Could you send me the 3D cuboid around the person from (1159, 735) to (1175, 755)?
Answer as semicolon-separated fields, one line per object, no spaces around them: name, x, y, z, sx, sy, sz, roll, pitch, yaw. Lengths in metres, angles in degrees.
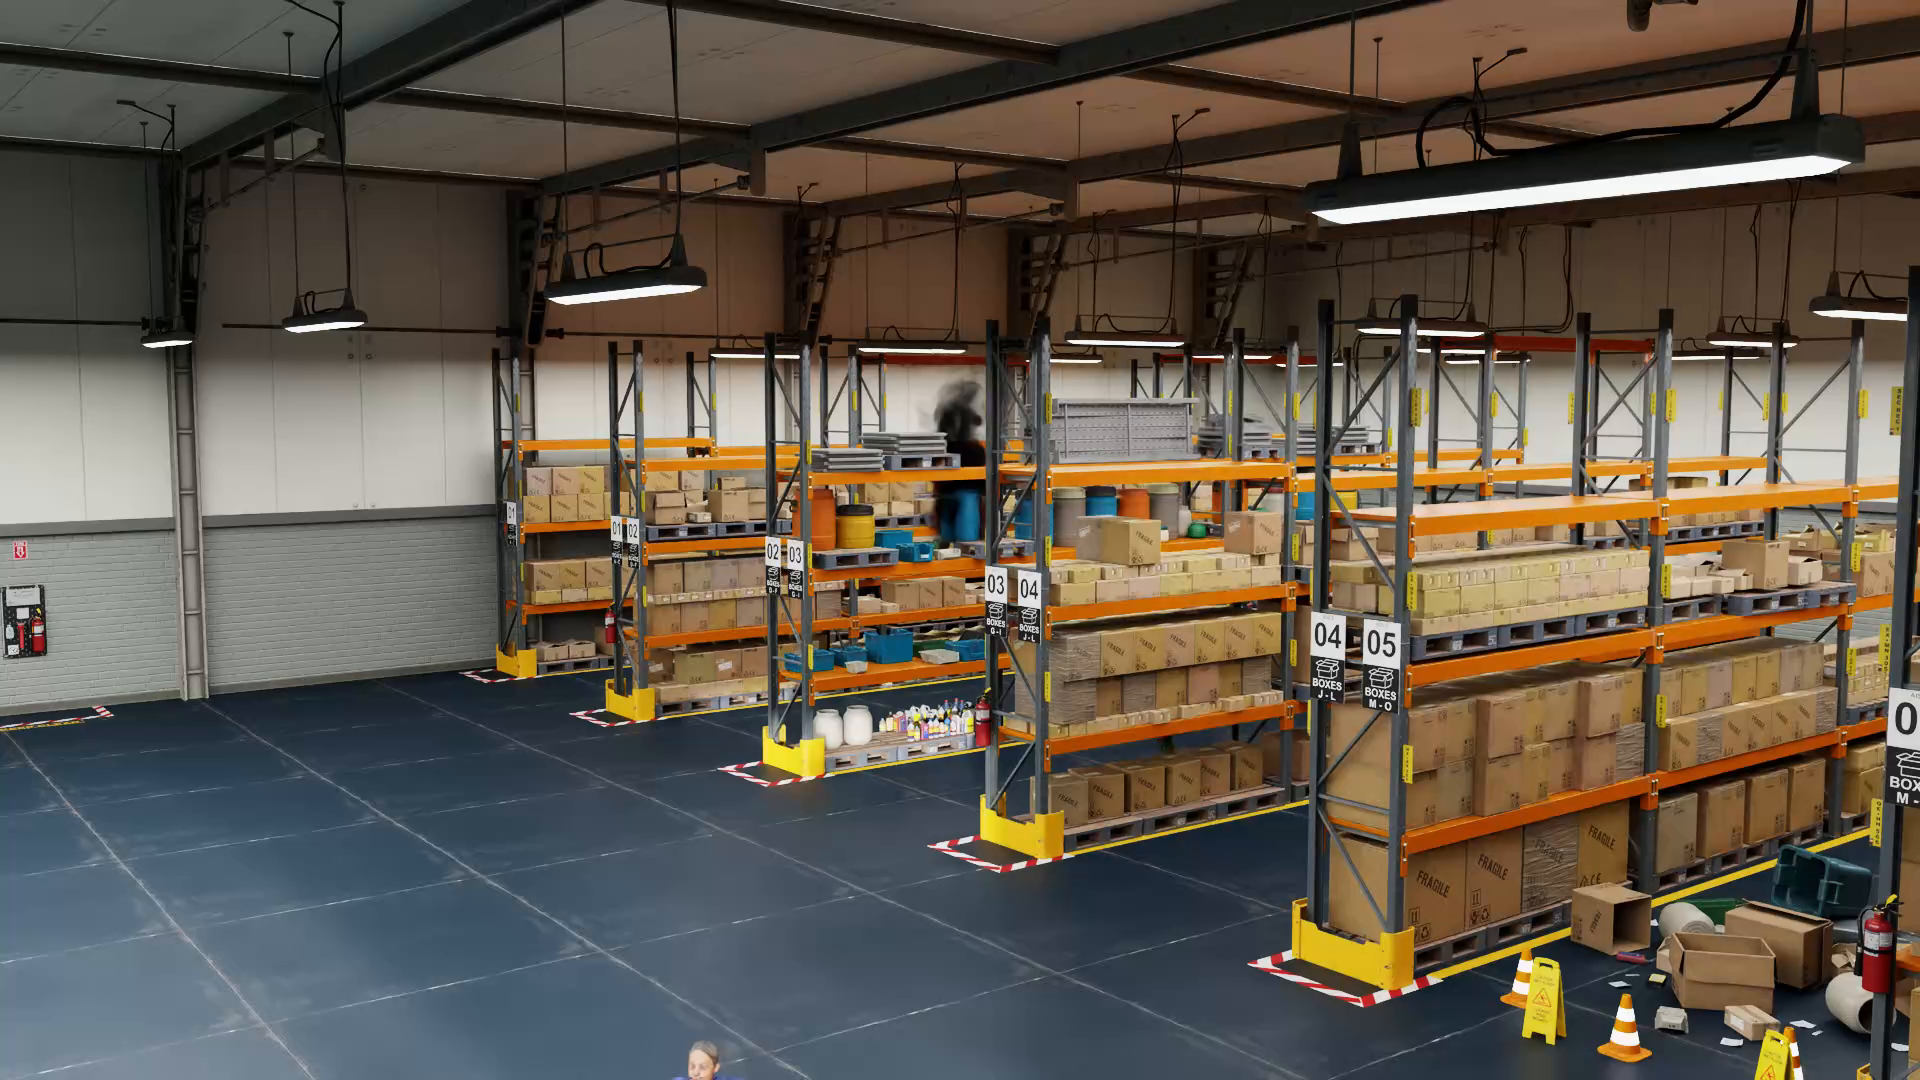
person;2.623;2.075;21.979;0.620;1.801;0.632;-4;7;-41

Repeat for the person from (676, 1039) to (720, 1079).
person;-1.367;3.564;9.102;0.546;1.723;0.747;0;5;-3
